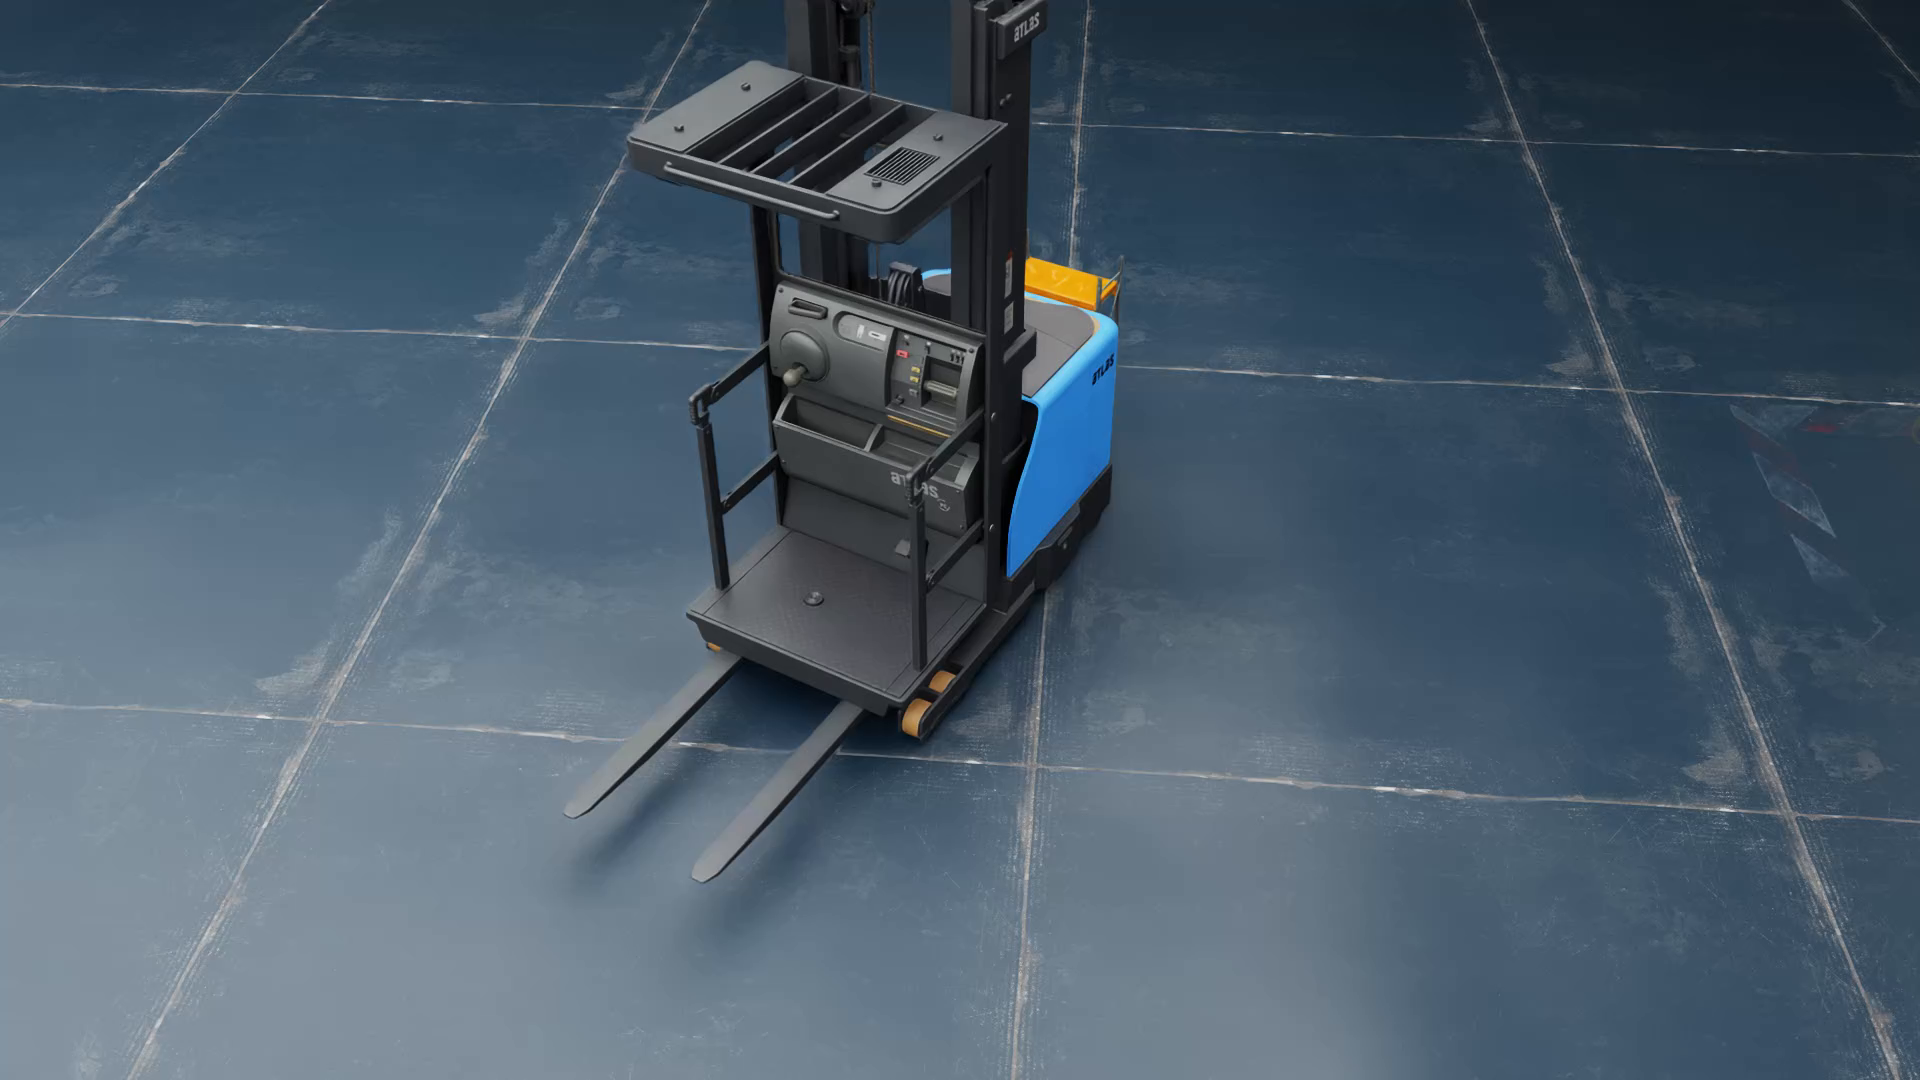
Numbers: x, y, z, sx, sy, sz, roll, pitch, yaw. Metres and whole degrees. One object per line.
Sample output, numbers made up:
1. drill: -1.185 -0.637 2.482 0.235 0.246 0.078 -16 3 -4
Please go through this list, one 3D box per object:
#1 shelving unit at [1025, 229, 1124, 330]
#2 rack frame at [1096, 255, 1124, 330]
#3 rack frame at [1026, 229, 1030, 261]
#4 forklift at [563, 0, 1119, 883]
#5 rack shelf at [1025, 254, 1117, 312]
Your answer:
1. shelving unit: 0.473 -0.851 8.015 0.503 1.200 0.258 20 43 23
2. rack frame: 0.683 -0.773 7.919 0.015 1.200 0.240 20 43 23
3. rack frame: 0.262 -0.929 8.111 0.015 1.200 0.240 20 43 23
4. forklift: -0.454 -0.648 6.395 1.130 2.935 3.031 20 43 23
5. rack shelf: 0.473 -1.156 7.767 0.480 0.148 0.258 20 43 23
